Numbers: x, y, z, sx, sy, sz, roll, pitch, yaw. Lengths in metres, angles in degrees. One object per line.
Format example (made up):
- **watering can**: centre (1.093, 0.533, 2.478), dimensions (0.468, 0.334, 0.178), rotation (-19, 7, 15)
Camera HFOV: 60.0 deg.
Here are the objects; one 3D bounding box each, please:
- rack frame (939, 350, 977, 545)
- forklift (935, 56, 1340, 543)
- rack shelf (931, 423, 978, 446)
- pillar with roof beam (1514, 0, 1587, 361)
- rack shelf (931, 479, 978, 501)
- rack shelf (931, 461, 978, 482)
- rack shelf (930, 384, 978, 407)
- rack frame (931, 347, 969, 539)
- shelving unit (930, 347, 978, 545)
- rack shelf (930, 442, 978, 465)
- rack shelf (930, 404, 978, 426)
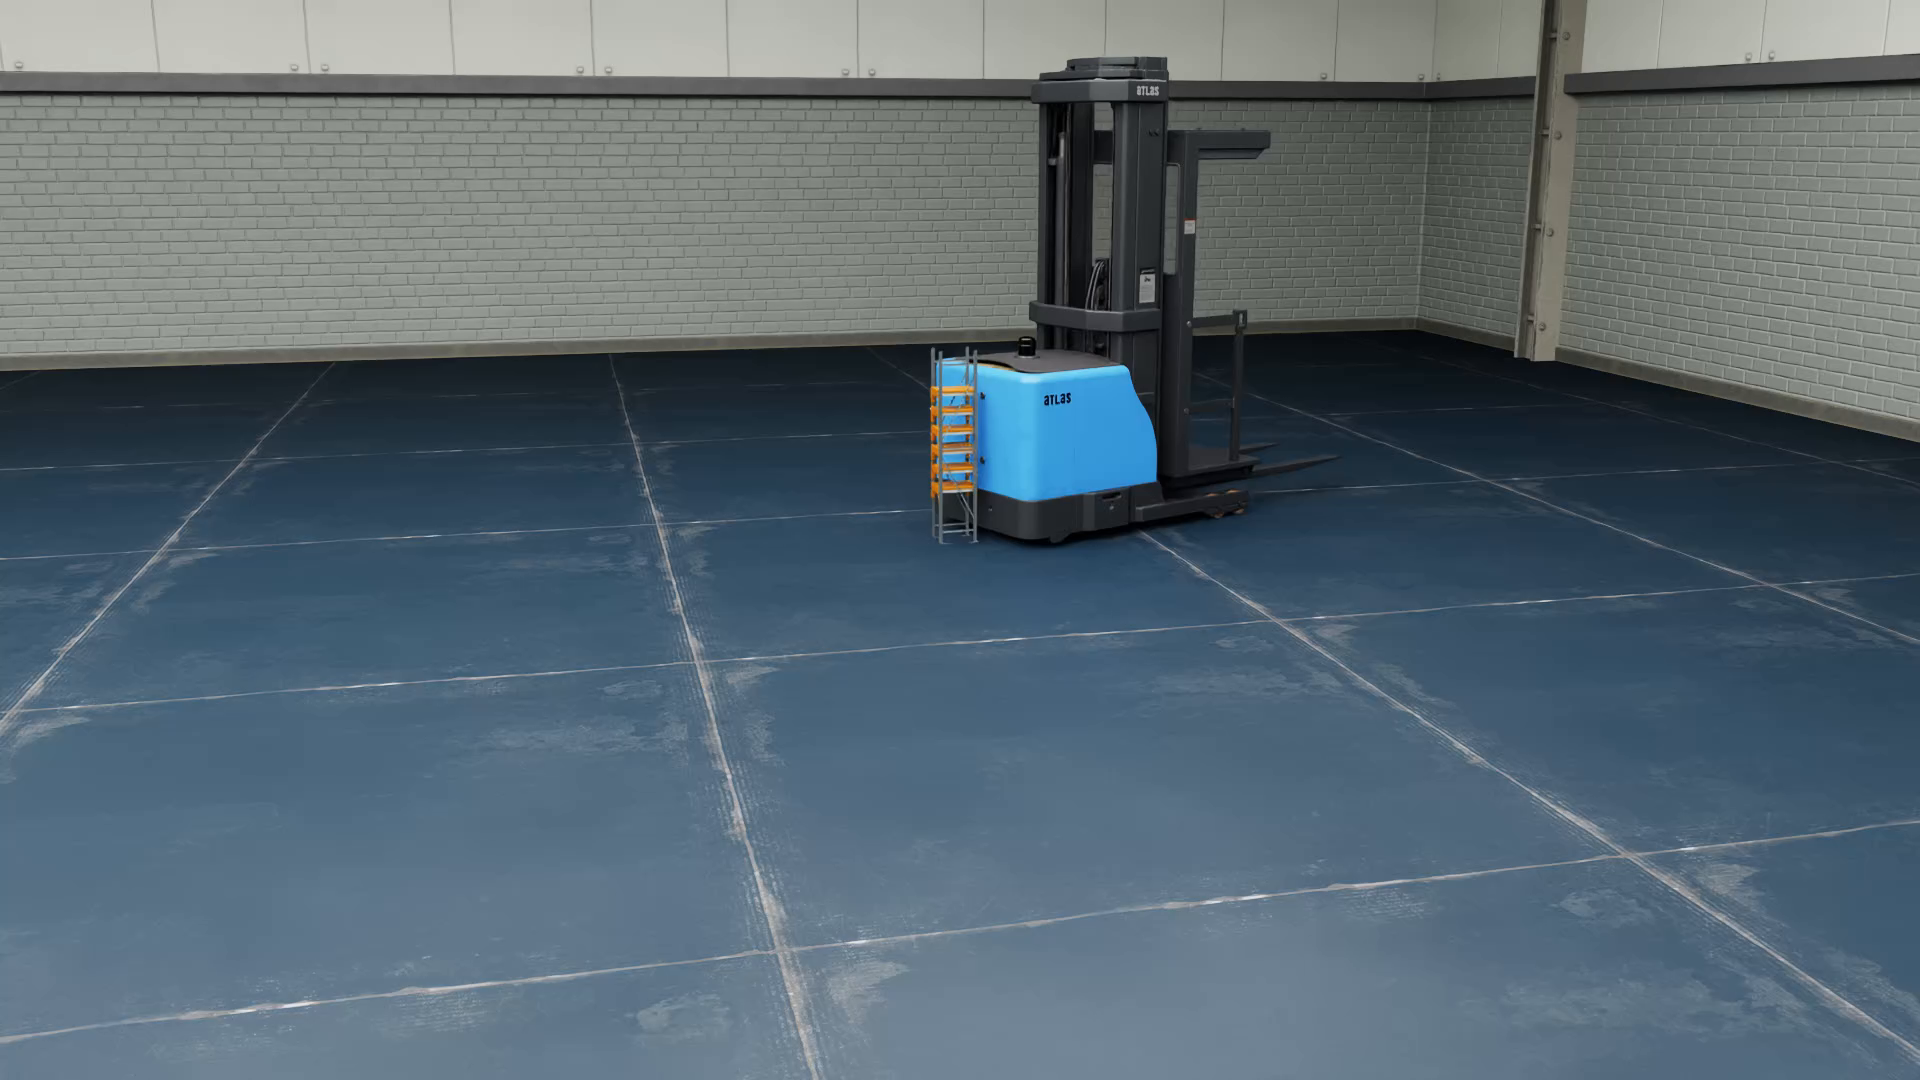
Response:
- **rack frame**: centre (-0.012, -0.558, 10.184), dimensions (0.240, 1.200, 0.006), rotation (-4, 14, -15)
- **forklift**: centre (1.318, -1.658, 11.039), dimensions (3.031, 2.935, 1.130), rotation (-10, 17, -35)
- **rack shelf**: centre (-0.036, -0.653, 10.252), dimensions (0.258, 0.103, 0.180), rotation (-4, 14, -15)
- **pillar with roof beam**: centre (2.332, -6.186, 16.787), dimensions (9.100, 9.000, 0.400), rotation (-3, 14, -13)
- **rack shelf**: centre (-0.036, -0.303, 10.337), dimensions (0.258, 0.103, 0.180), rotation (-4, 14, -15)
- **rack shelf**: centre (-0.036, -0.419, 10.309), dimensions (0.258, 0.103, 0.180), rotation (-4, 14, -15)
- **rack shelf**: centre (-0.036, -0.886, 10.195), dimensions (0.258, 0.103, 0.180), rotation (-4, 14, -15)
- **rack frame**: centre (-0.060, -0.600, 10.355), dimensions (0.240, 1.200, 0.006), rotation (-4, 14, -15)
- **shelving unit**: centre (-0.036, -0.579, 10.270), dimensions (0.258, 1.200, 0.189), rotation (-4, 14, -15)
- **rack shelf**: centre (-0.036, -0.536, 10.280), dimensions (0.258, 0.103, 0.180), rotation (-4, 14, -15)
- **rack shelf**: centre (-0.036, -0.769, 10.223), dimensions (0.258, 0.103, 0.180), rotation (-4, 14, -15)
